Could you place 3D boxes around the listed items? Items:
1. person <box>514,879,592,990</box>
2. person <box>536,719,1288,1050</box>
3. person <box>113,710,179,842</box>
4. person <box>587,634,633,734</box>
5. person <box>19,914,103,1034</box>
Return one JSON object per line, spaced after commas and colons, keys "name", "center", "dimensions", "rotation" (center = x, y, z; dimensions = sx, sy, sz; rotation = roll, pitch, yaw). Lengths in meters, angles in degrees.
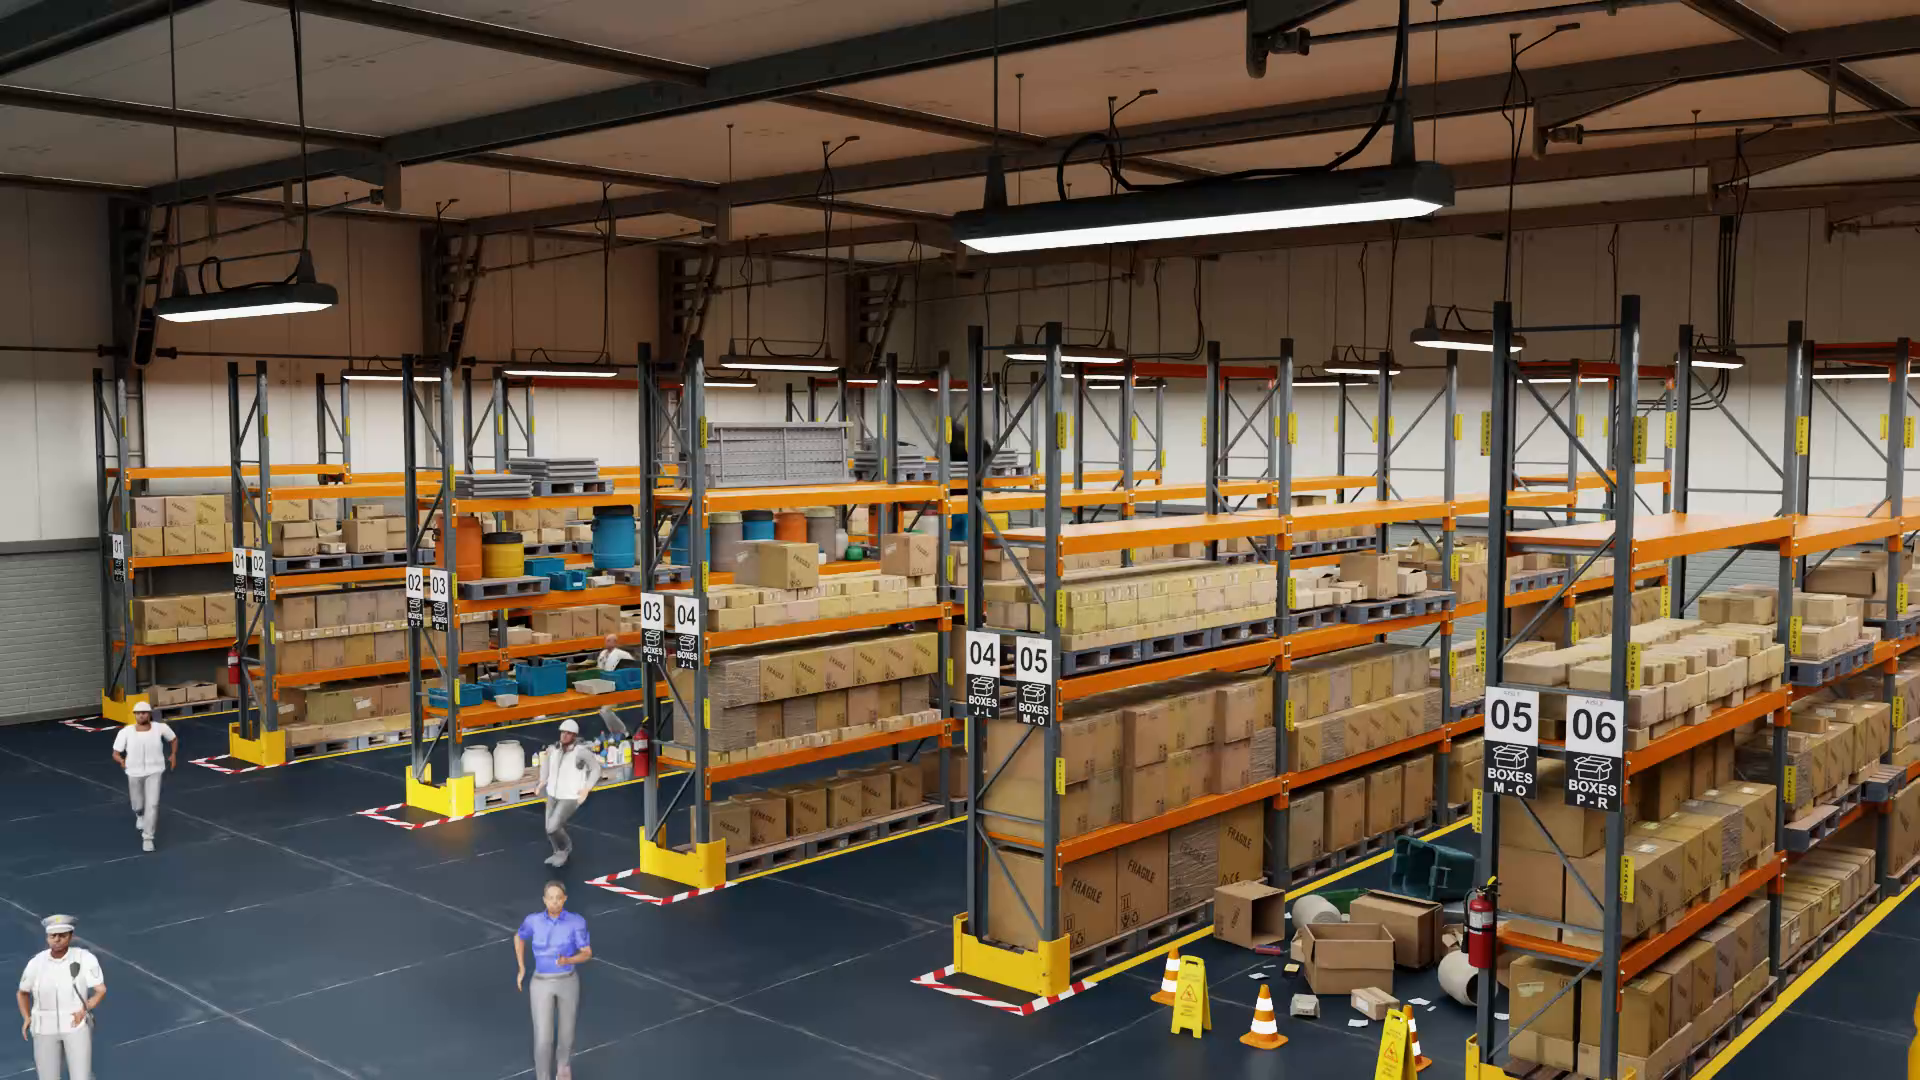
{"name": "person", "center": [-3.045, 3.023, 12.470], "dimensions": [0.549, 0.728, 0.637], "rotation": [-1, 4, -18]}
{"name": "person", "center": [-9.509, 0.857, 17.815], "dimensions": [25.744, 6.000, 6.799], "rotation": [2, 5, 26]}
{"name": "person", "center": [-9.853, 2.797, 20.138], "dimensions": [0.713, 1.634, 0.775], "rotation": [-2, 5, -23]}
{"name": "person", "center": [-5.538, 2.320, 26.148], "dimensions": [0.694, 1.671, 0.661], "rotation": [3, 5, 38]}
{"name": "person", "center": [-6.396, 3.464, 11.843], "dimensions": [0.544, 1.655, 0.700], "rotation": [-2, 4, -20]}
